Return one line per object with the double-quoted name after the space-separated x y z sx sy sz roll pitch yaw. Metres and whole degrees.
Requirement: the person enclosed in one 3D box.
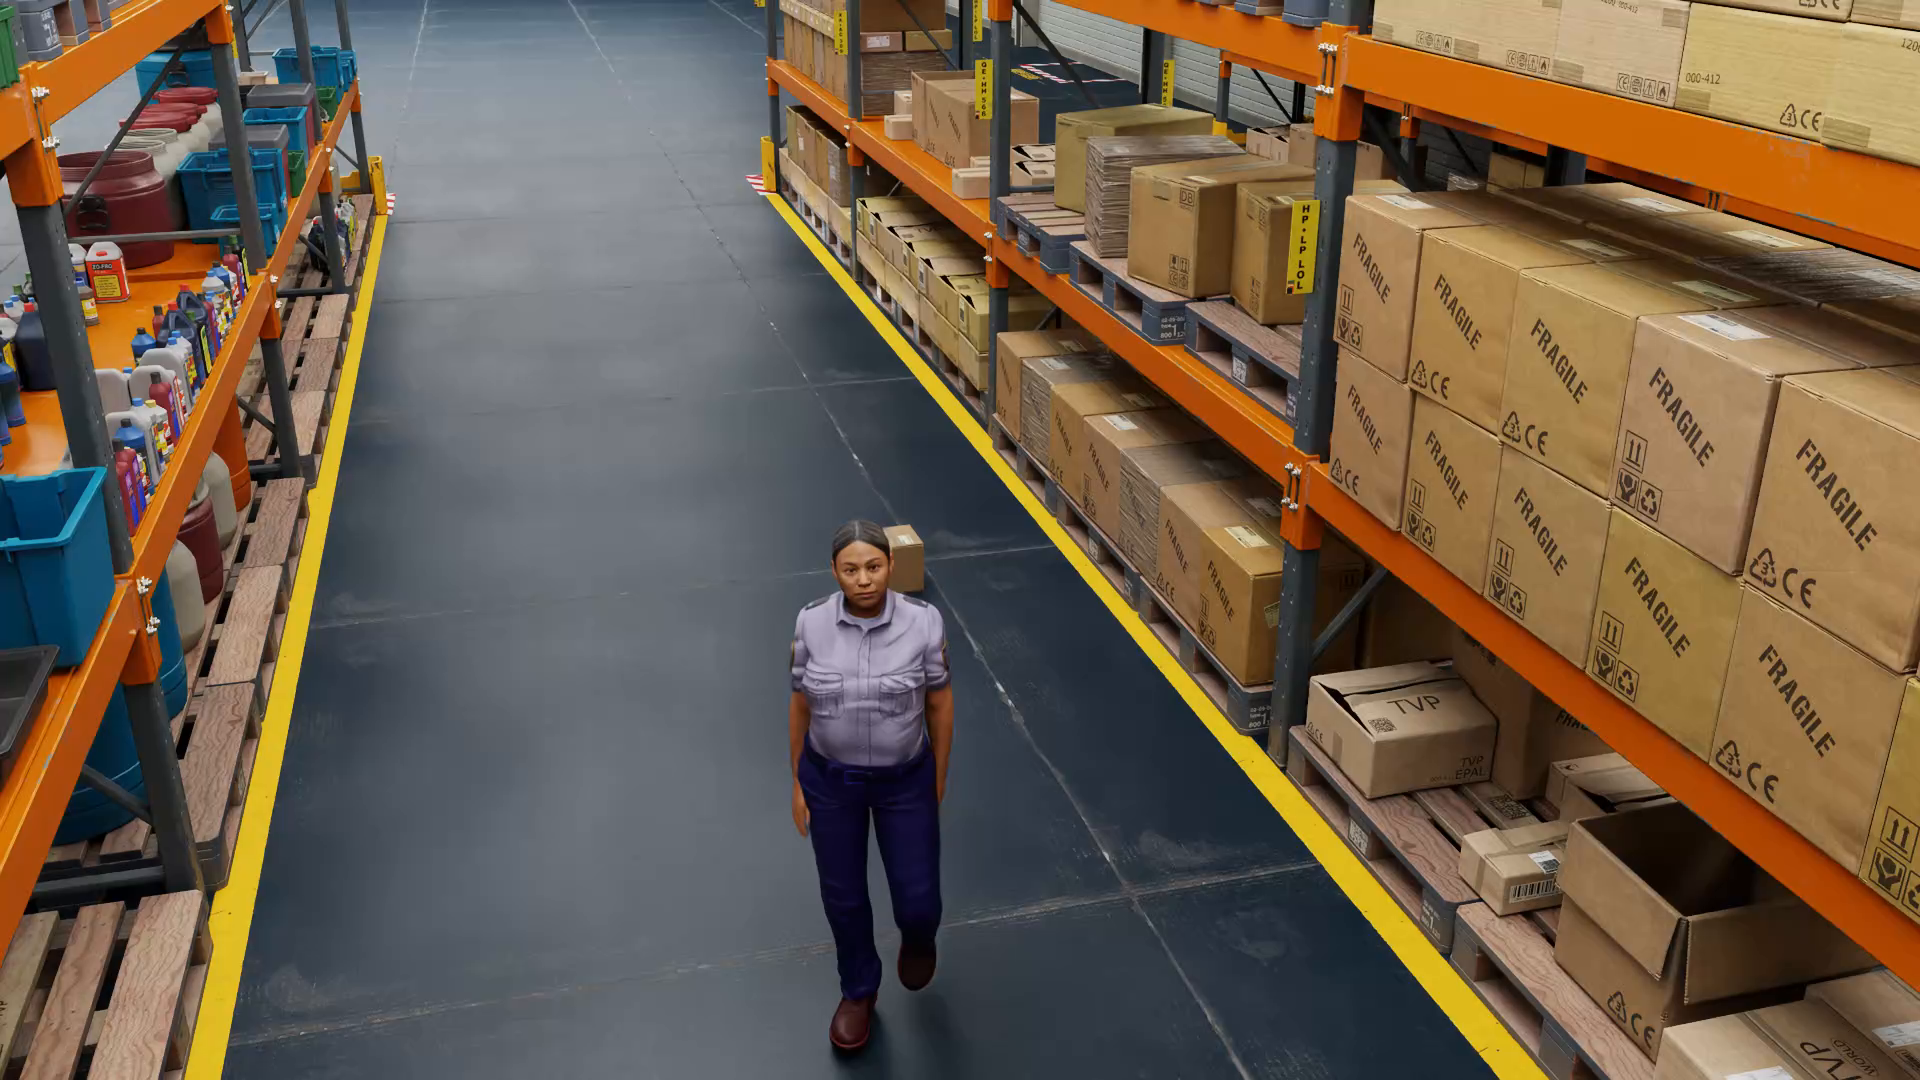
-0.260 0.710 4.893 0.477 1.636 0.486 2 23 4 "person"
